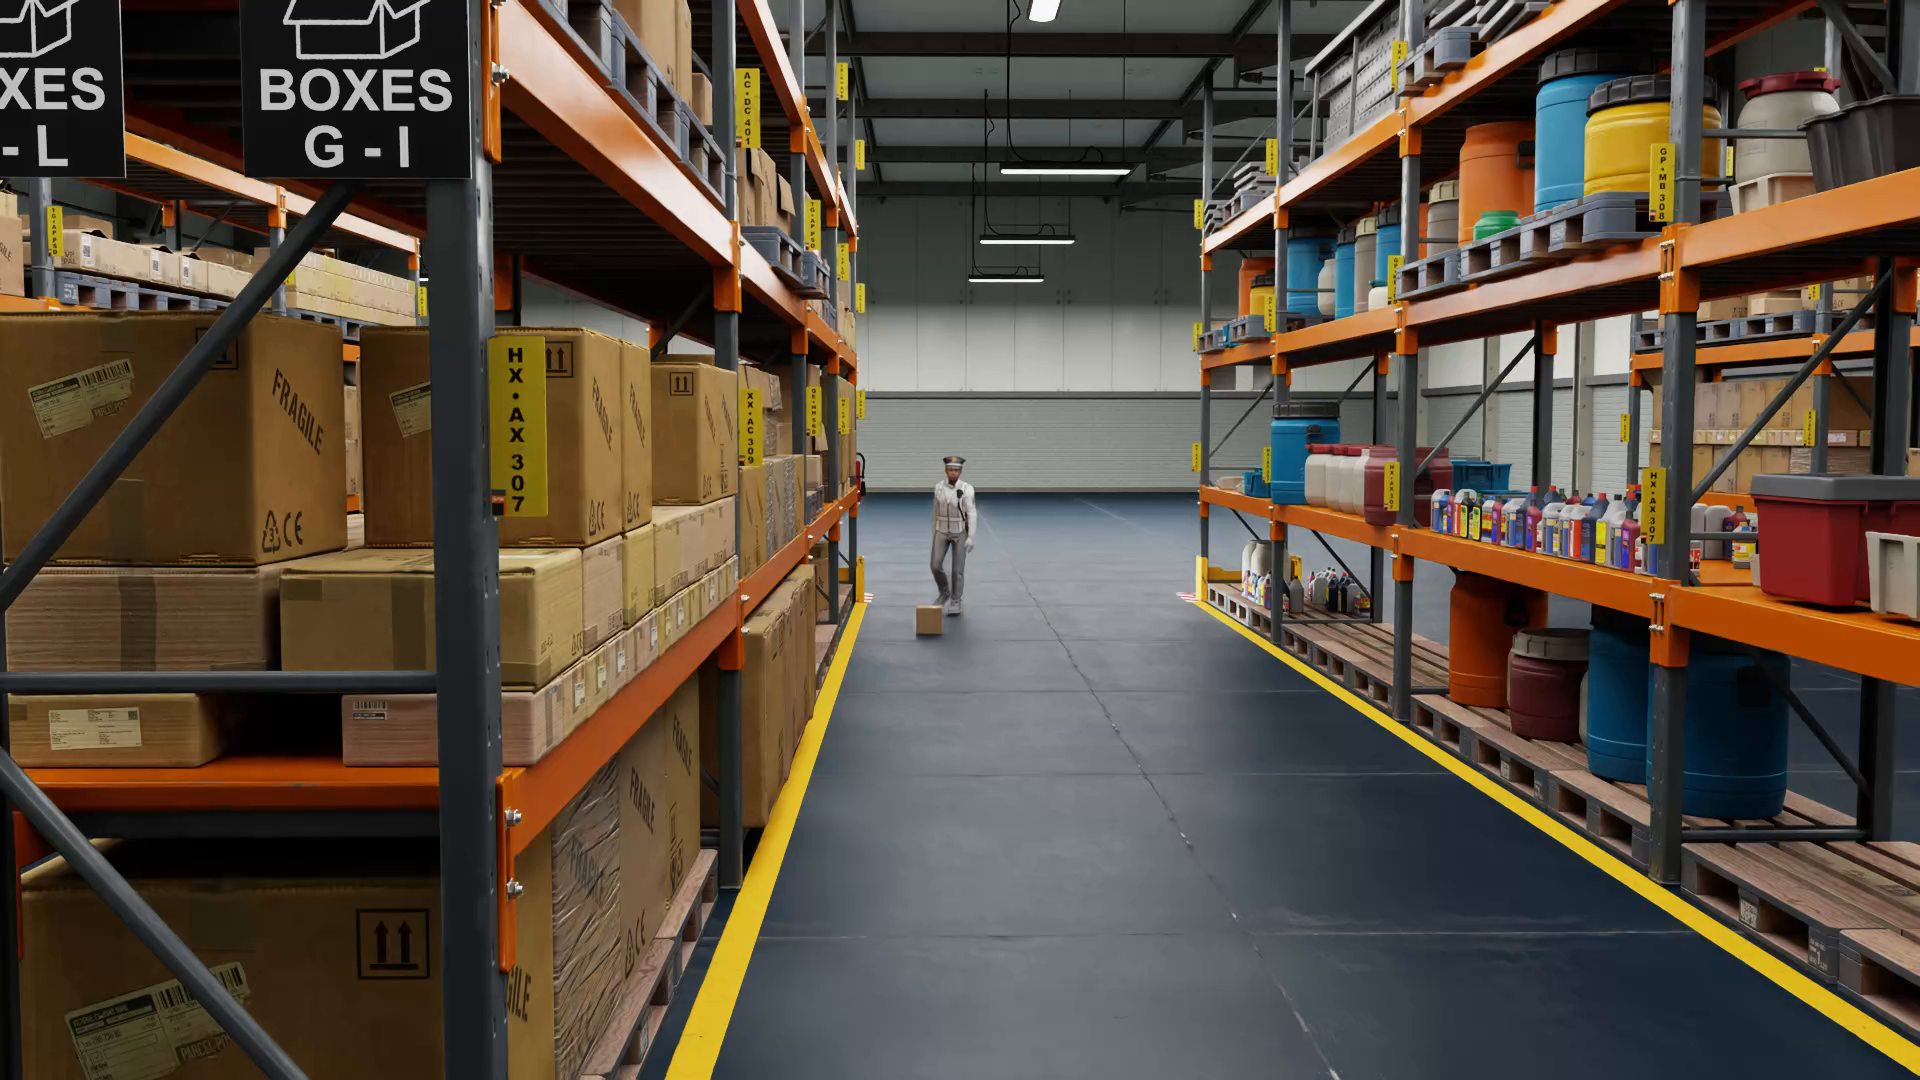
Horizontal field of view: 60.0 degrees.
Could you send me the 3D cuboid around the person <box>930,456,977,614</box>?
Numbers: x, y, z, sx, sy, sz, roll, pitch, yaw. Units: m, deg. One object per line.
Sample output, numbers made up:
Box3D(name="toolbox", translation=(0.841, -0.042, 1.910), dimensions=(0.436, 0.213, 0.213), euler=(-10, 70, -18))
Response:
Box3D(name="person", translation=(-0.070, -0.052, 17.426), dimensions=(0.508, 1.665, 0.445), euler=(1, 4, 13))
